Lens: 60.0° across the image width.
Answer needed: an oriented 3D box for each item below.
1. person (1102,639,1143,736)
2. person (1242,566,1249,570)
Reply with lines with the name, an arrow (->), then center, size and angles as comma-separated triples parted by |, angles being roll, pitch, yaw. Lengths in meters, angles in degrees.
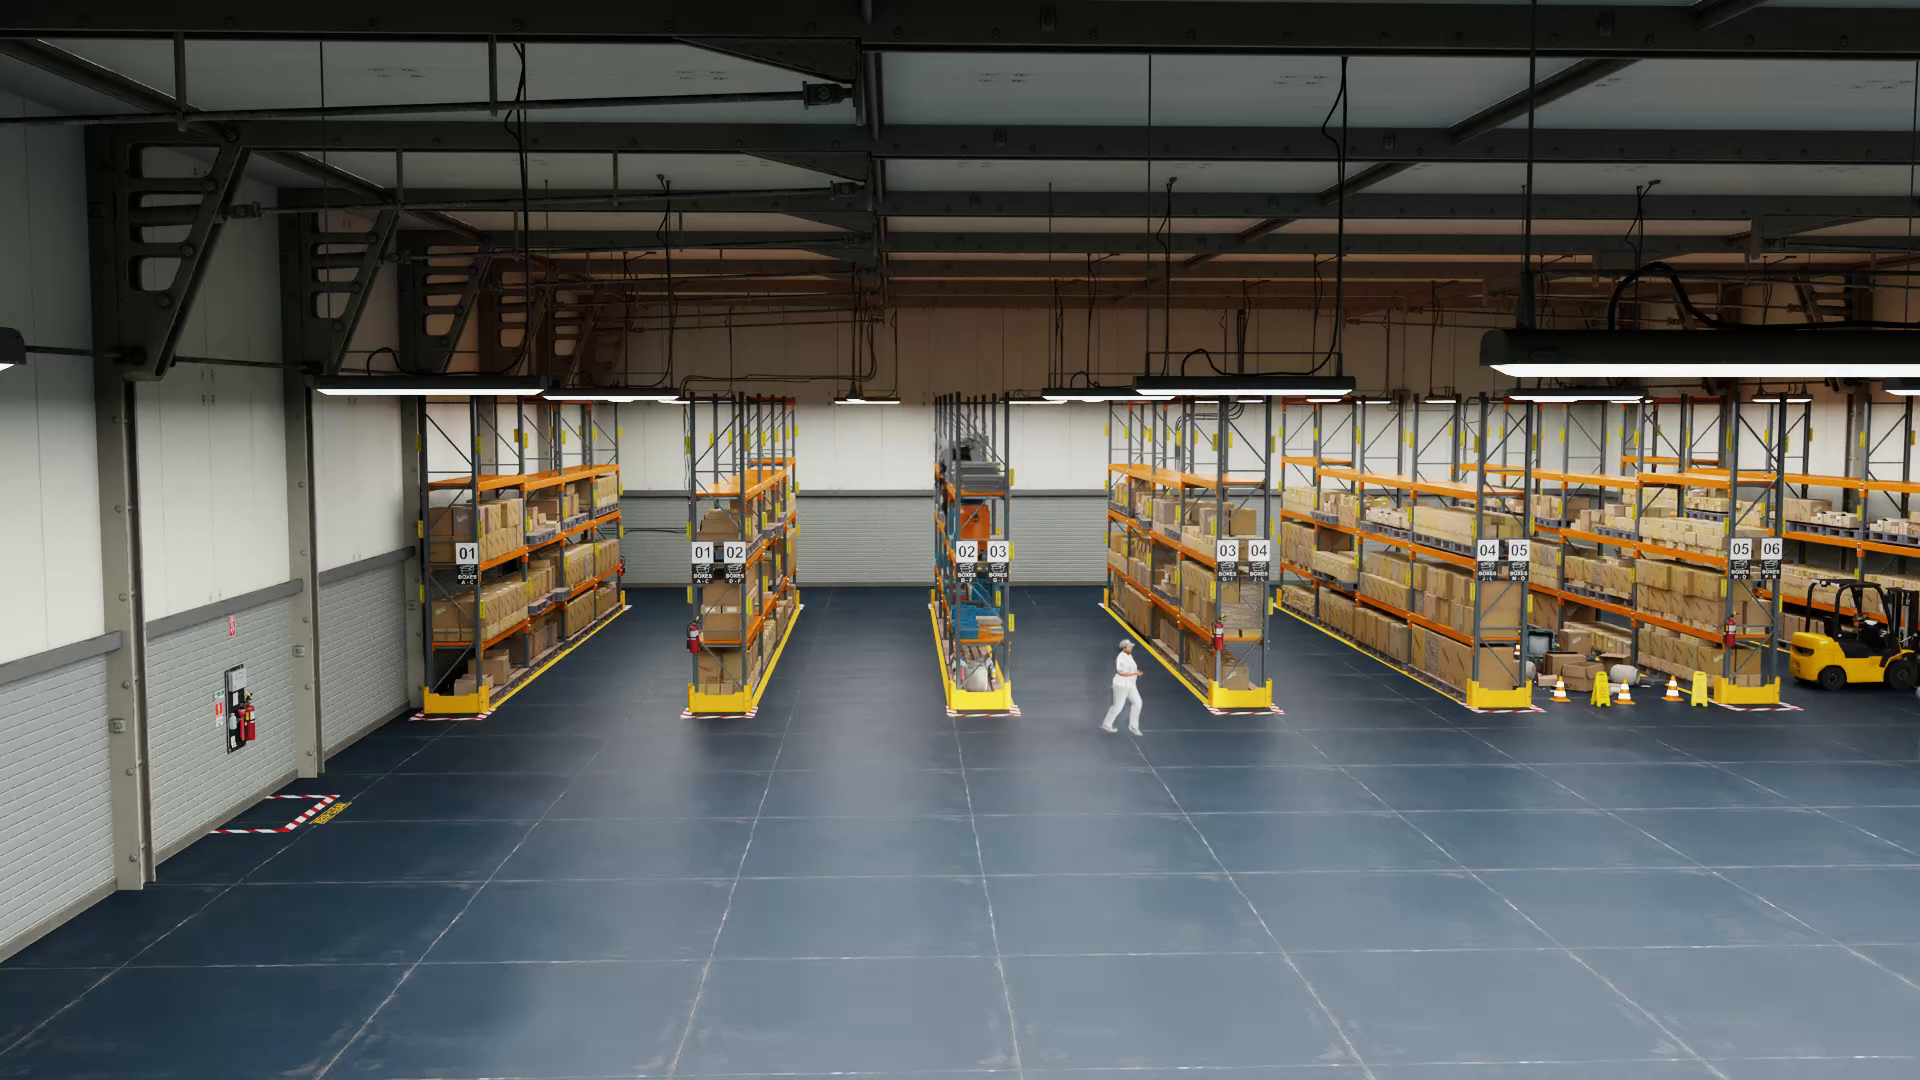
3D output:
person -> 2.836, 2.583, 28.930 | 0.759, 1.726, 0.590 | 3, 5, 30
person -> 8.016, 1.047, 47.560 | 0.721, 1.760, 0.824 | 3, 6, 34
